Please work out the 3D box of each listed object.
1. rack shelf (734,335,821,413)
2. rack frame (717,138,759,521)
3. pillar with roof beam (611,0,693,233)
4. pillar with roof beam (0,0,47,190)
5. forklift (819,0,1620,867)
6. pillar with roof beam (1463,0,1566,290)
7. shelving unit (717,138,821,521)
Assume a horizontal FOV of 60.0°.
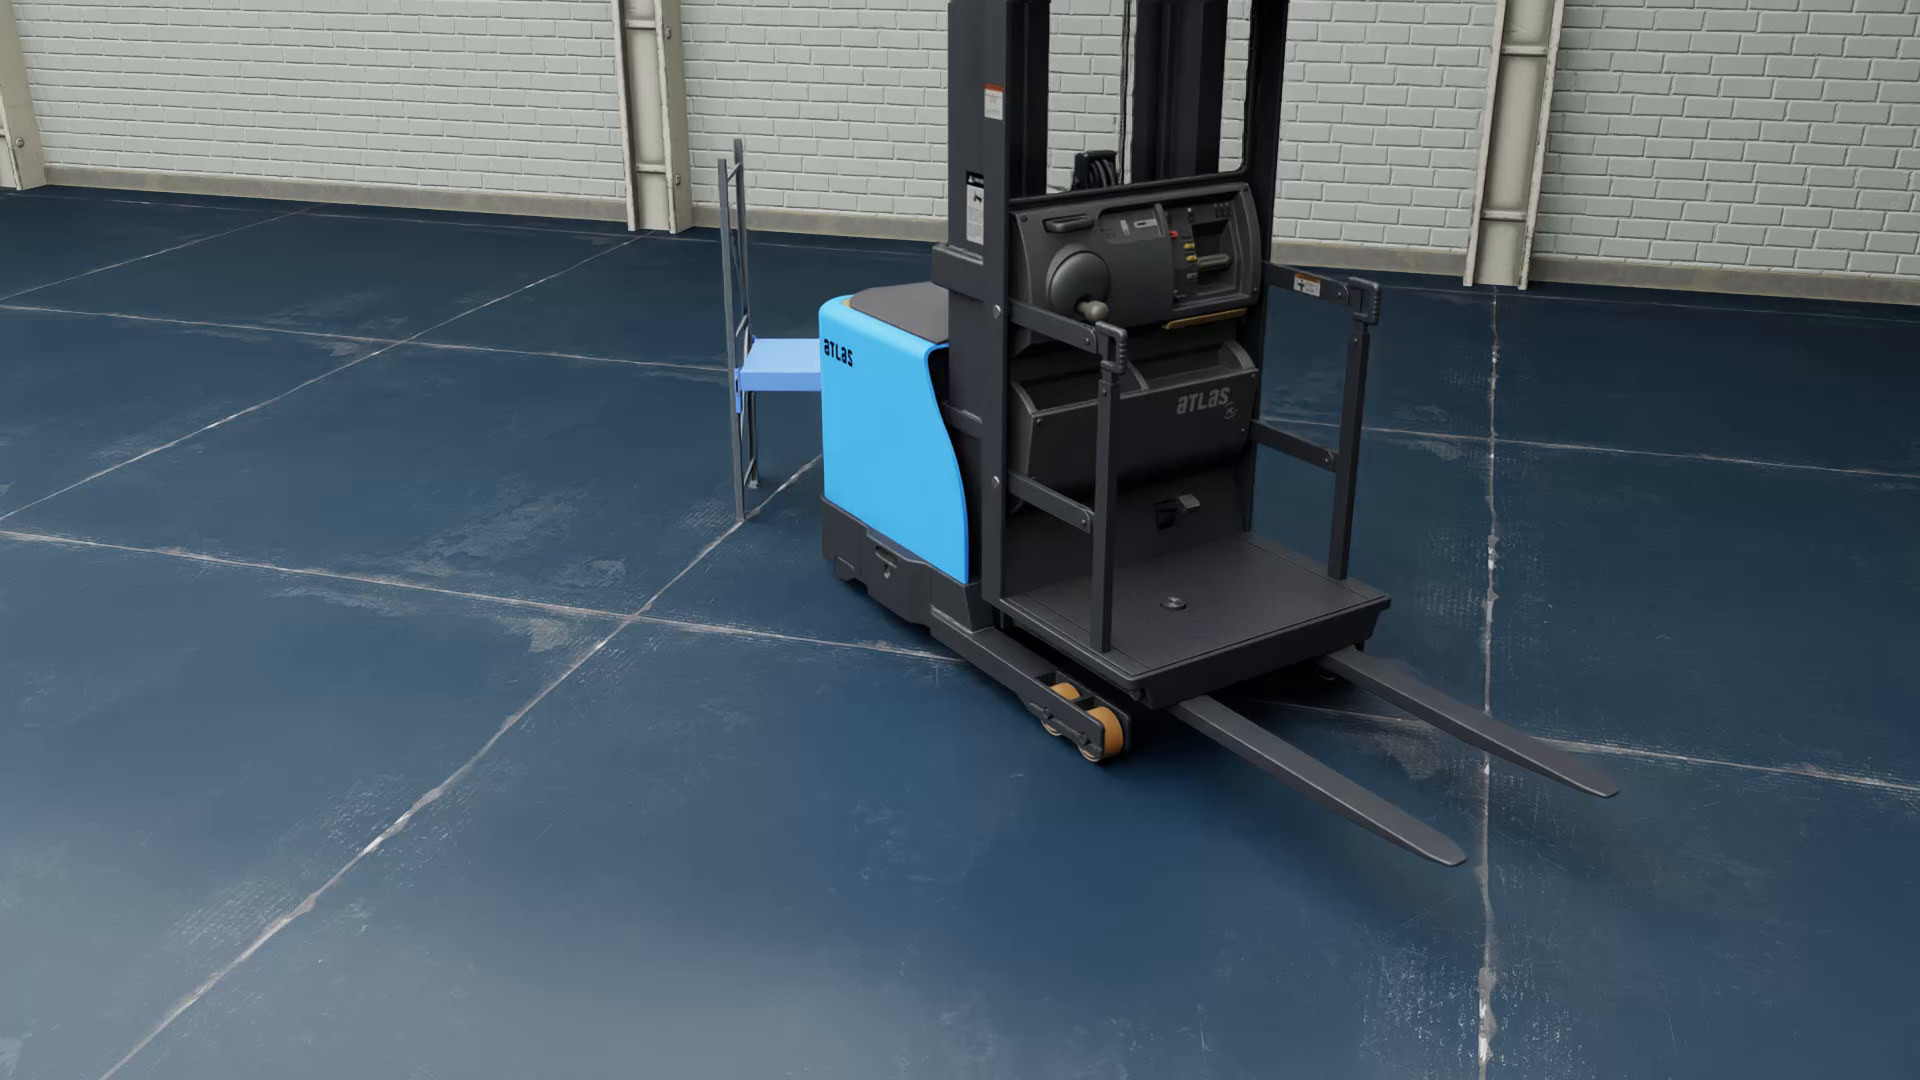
[{"bbox_3d":[-0.408,-0.697,6.968,1.000,0.185,0.538,0,22,1],"label":"rack shelf"},{"bbox_3d":[-0.916,-0.867,6.906,0.032,1.500,0.500,0,22,1],"label":"rack frame"},{"bbox_3d":[-3.487,-4.943,6.962,0.400,9.000,9.100,7,23,16],"label":"pillar with roof beam"},{"bbox_3d":[-9.231,-5.600,8.566,0.400,9.000,9.100,7,23,16],"label":"pillar with roof beam"},{"bbox_3d":[0.691,-0.880,5.053,1.130,2.935,3.031,-14,26,-30],"label":"forklift"},{"bbox_3d":[2.257,-4.285,5.359,0.400,9.000,9.100,7,23,16],"label":"pillar with roof beam"},{"bbox_3d":[-0.408,-0.864,6.900,1.048,1.500,0.538,0,22,1],"label":"shelving unit"}]
